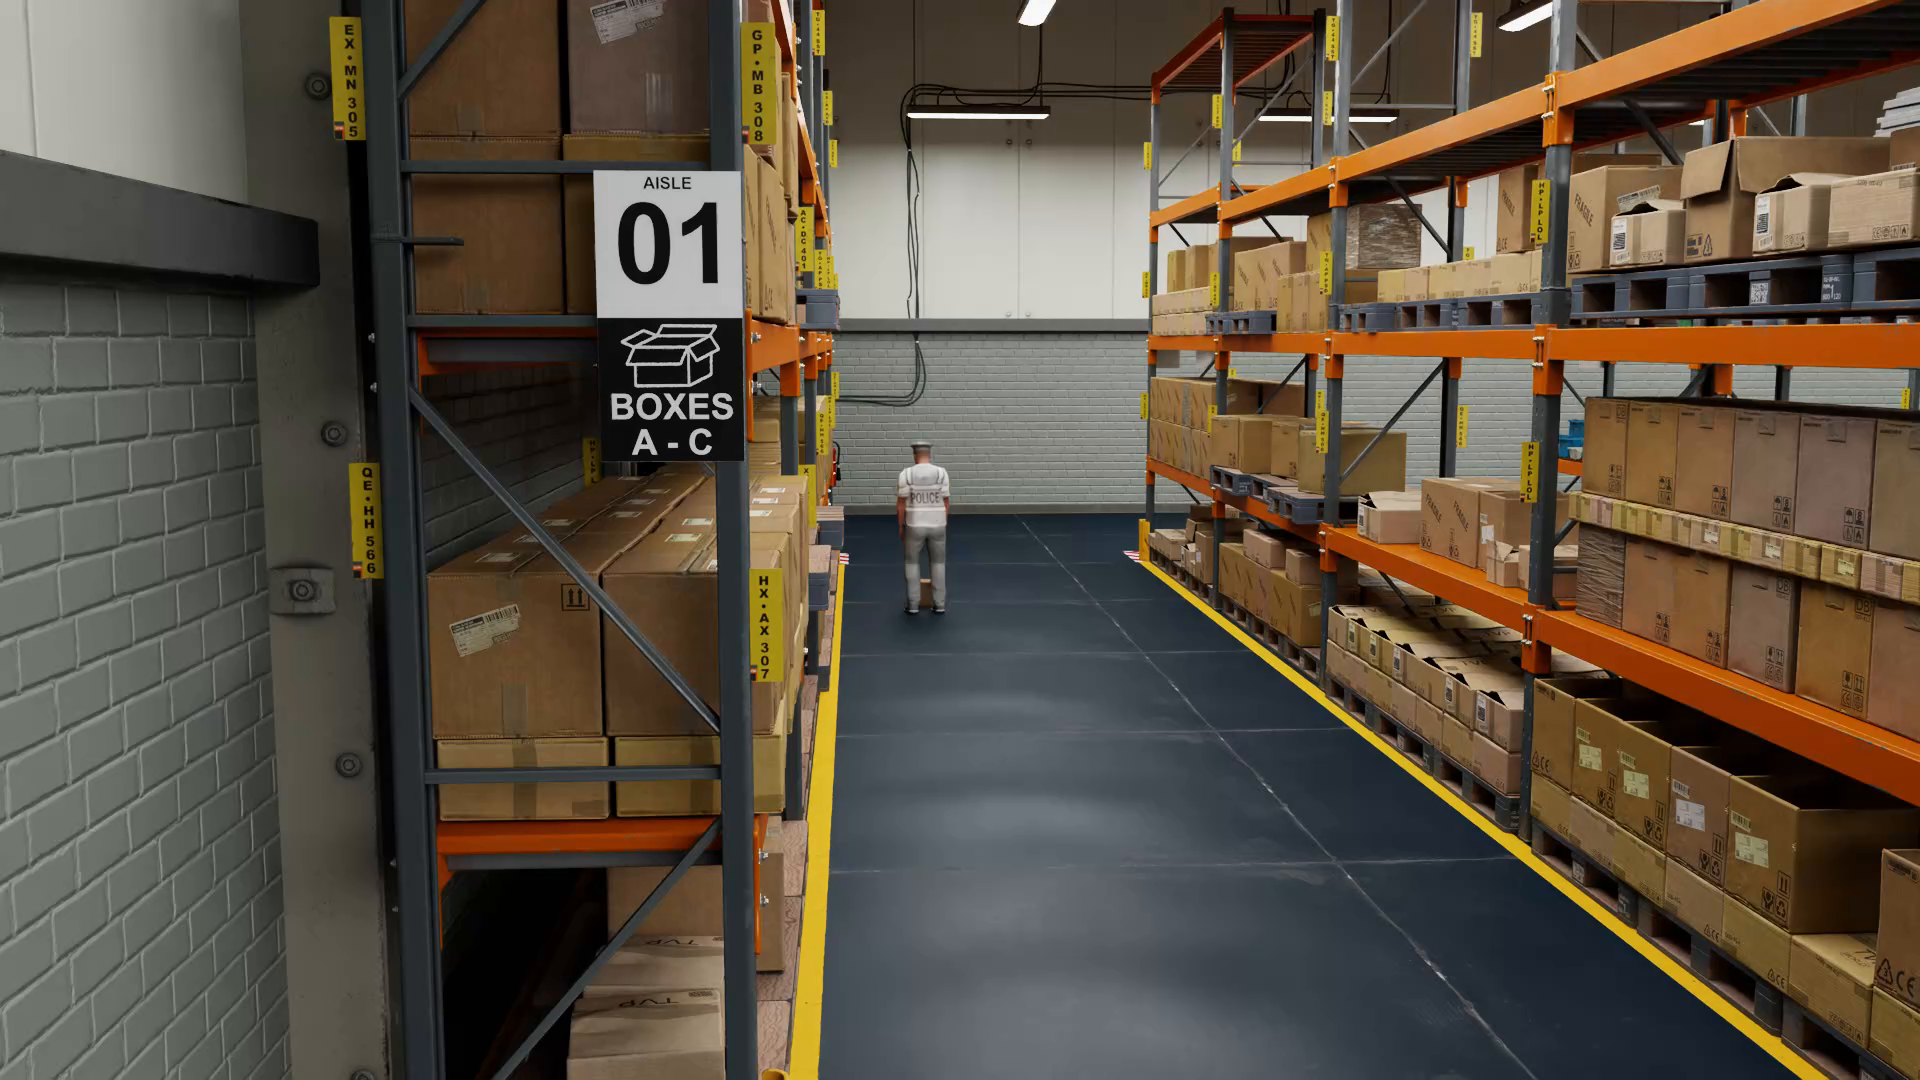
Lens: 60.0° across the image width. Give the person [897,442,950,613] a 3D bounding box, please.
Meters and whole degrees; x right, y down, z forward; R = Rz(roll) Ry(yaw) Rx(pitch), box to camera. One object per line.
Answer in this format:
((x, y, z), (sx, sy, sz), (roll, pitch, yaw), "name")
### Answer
((-0.376, -0.122, 16.838), (0.534, 1.736, 0.389), (-1, 7, -8), "person")
